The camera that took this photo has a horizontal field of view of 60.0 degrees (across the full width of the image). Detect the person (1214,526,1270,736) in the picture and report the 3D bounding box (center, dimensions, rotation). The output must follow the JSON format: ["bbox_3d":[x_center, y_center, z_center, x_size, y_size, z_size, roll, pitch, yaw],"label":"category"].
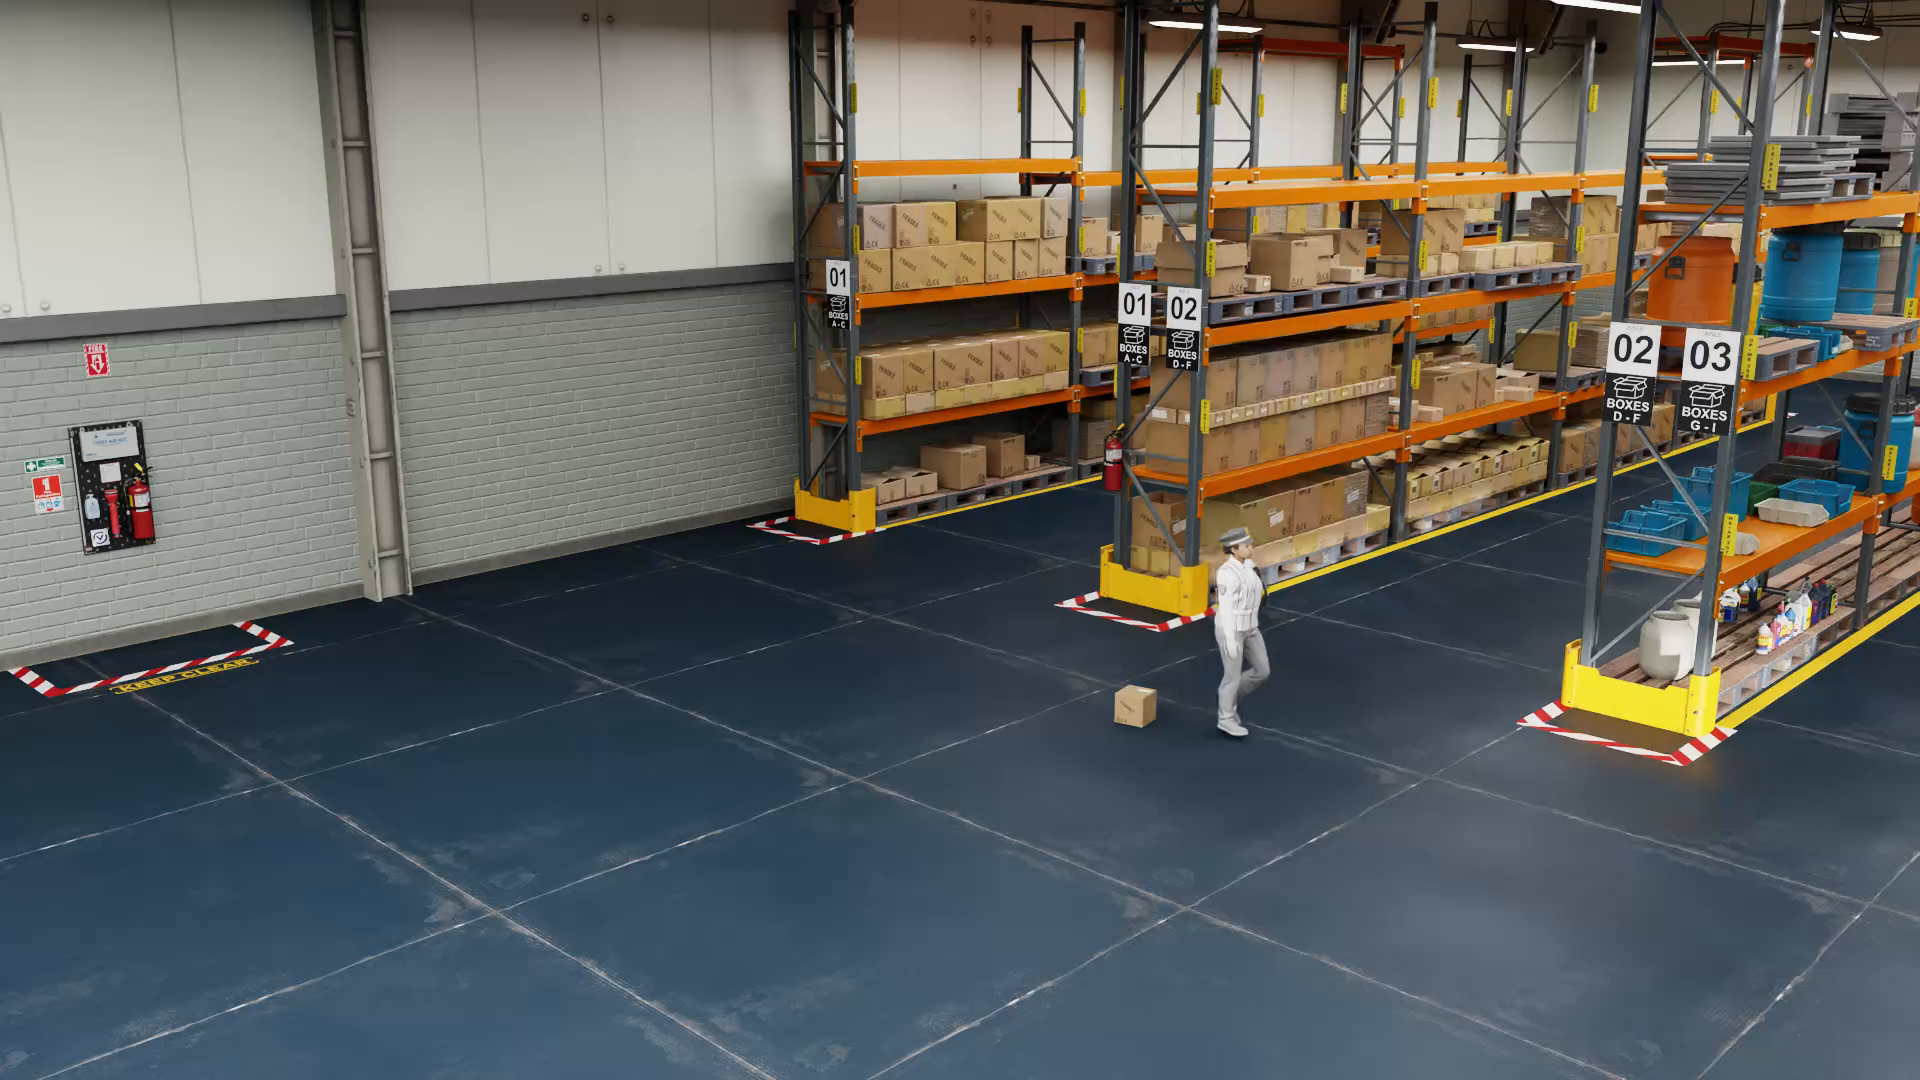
[{"bbox_3d":[2.180,0.706,12.975,0.411,1.689,0.477,13,19,42],"label":"person"}]
